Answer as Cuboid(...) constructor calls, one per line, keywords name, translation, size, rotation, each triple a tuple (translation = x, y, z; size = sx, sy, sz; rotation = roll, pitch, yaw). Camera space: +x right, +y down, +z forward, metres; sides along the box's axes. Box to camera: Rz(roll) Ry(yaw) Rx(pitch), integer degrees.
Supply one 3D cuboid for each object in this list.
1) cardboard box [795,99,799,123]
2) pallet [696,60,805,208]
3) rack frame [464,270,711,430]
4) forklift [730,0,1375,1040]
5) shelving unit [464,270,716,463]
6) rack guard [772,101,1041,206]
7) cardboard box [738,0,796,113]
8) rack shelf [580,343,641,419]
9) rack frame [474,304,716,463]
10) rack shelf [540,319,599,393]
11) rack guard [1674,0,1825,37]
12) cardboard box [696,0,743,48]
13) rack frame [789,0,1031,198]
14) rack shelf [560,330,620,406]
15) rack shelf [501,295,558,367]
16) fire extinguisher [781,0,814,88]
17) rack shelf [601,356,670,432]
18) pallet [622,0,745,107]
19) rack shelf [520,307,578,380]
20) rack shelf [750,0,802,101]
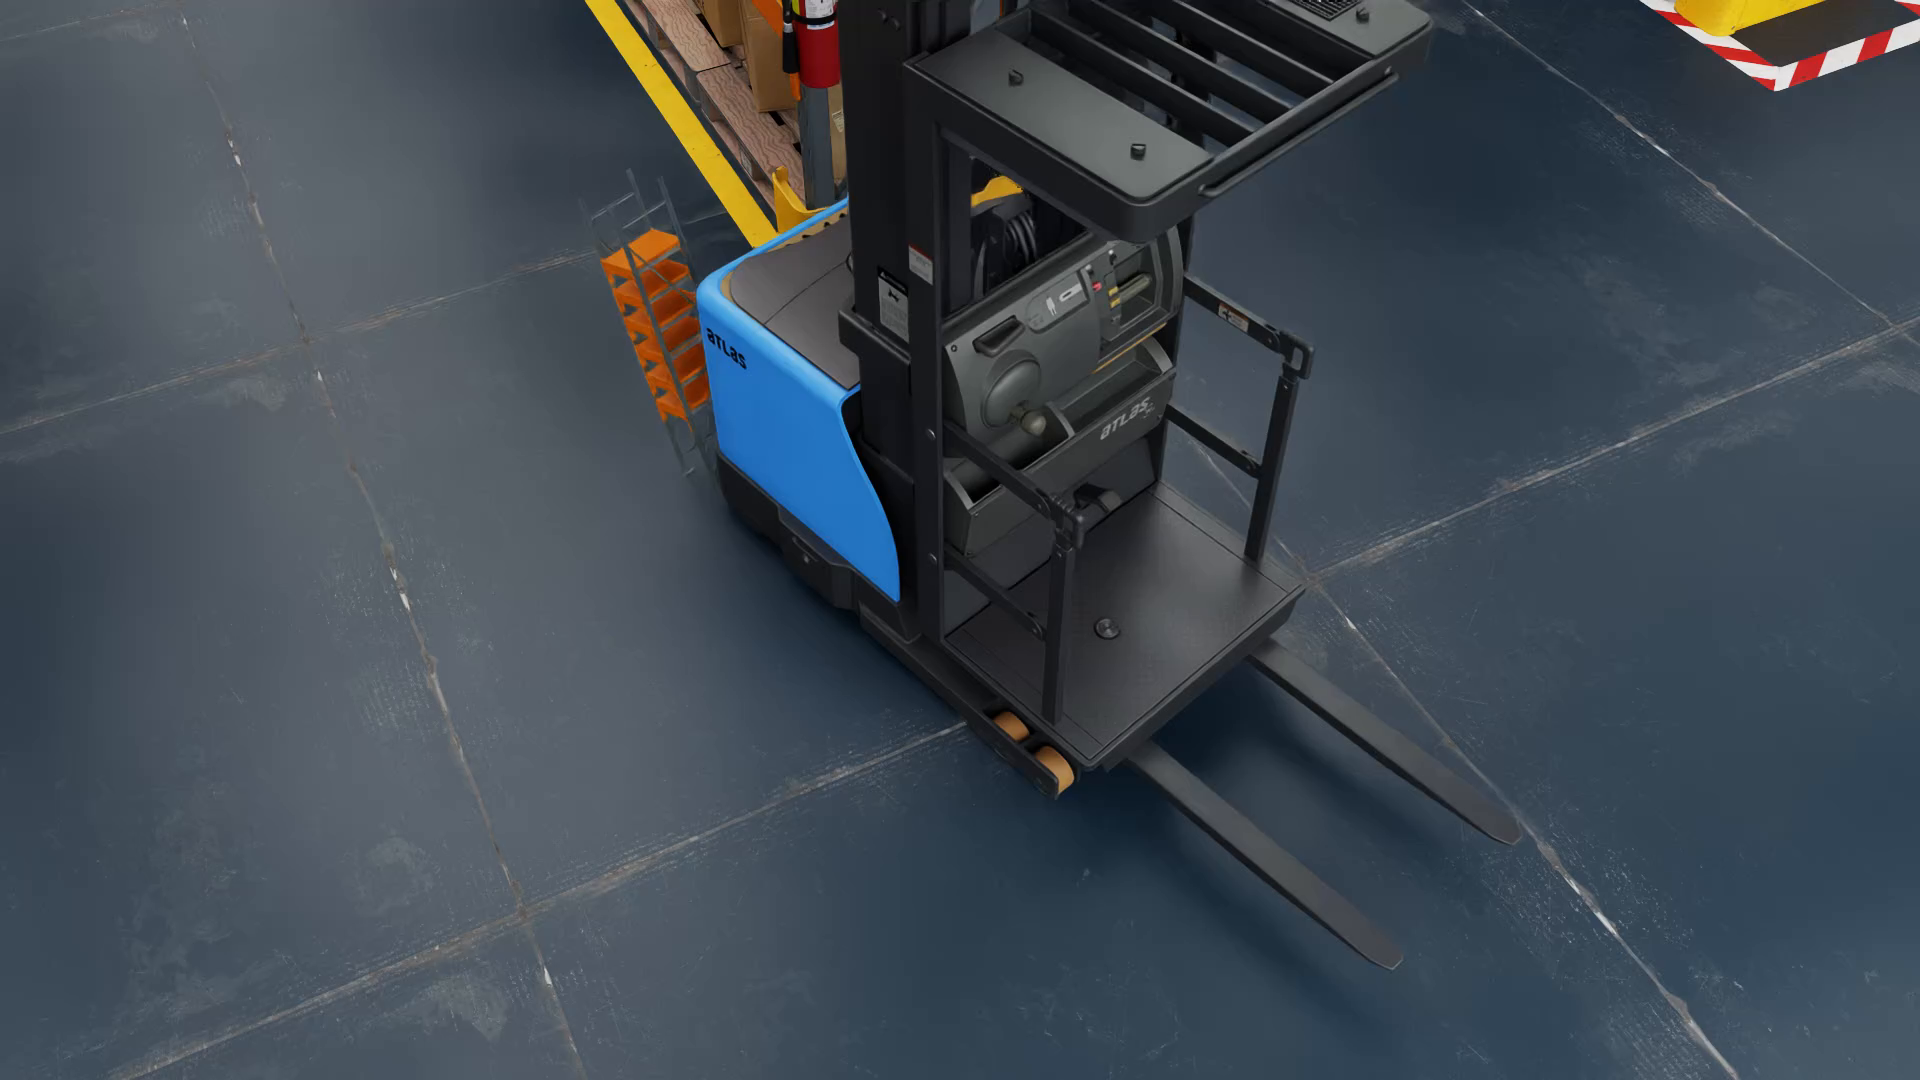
Cuboid(name="cardboard box", translation=(-0.441, -1.973, 7.364), size=(0.500, 0.500, 0.500), rotation=(-13, 50, -11))
Cuboid(name="pallet", translation=(-0.545, -1.923, 7.791), size=(1.003, 0.211, 1.213), rotation=(-21, 52, -18))
Cuboid(name="rack frame", translation=(-1.511, -0.779, 6.679), size=(1.200, 0.006, 0.240), rotation=(32, 56, 25))
Cuboid(name="forklift", translation=(0.272, -0.537, 4.772), size=(1.130, 2.935, 3.031), rotation=(-20, 52, -17))
Cuboid(name="shelving unit", translation=(-1.510, -0.718, 6.748), size=(1.200, 0.189, 0.258), rotation=(32, 56, 25))
Cuboid(name="rack guard", translation=(-0.205, -1.462, 7.196), size=(1.175, 0.500, 0.348), rotation=(-21, 52, -18))
Cuboid(name="cardboard box", translation=(-0.745, -2.361, 7.704), size=(0.500, 0.500, 0.500), rotation=(-9, 49, -8))
Cuboid(name="rack shelf", translation=(-1.383, -0.640, 6.678), size=(0.103, 0.180, 0.258), rotation=(32, 56, 25))
Cuboid(name="rack frame", translation=(-1.510, -0.658, 6.816), size=(1.200, 0.006, 0.240), rotation=(32, 56, 25))
Cuboid(name="rack shelf", translation=(-1.568, -0.754, 6.780), size=(0.103, 0.180, 0.258), rotation=(32, 56, 25))
Cuboid(name="rack guard", translation=(4.297, -3.036, 8.573), size=(1.175, 0.500, 0.348), rotation=(-21, 52, -18))
Cuboid(name="cardboard box", translation=(-1.015, -2.787, 8.076), size=(0.500, 0.500, 0.500), rotation=(-17, 51, -14))
Cuboid(name="rack frame", translation=(-0.170, -2.234, 6.211), size=(1.000, 3.000, 0.127), rotation=(-21, 52, -18))
Cuboid(name="rack shelf", translation=(-1.476, -0.697, 6.729), size=(0.103, 0.180, 0.258), rotation=(32, 56, 25))
Cuboid(name="rack shelf", translation=(-1.754, -0.868, 6.881), size=(0.103, 0.180, 0.258), rotation=(32, 56, 25))
Cuboid(name="fire extinguisher", translation=(-0.527, -1.973, 6.034), size=(0.296, 0.674, 0.183), rotation=(-21, 52, -18))
Cuboid(name="rack shelf", translation=(-1.291, -0.583, 6.627), size=(0.103, 0.180, 0.258), rotation=(32, 56, 25))
Cuboid(name="pallet", translation=(-1.099, -2.738, 8.505), size=(1.003, 0.211, 1.213), rotation=(-21, 52, -18))
Cuboid(name="rack shelf", translation=(-1.661, -0.811, 6.831), size=(0.103, 0.180, 0.258), rotation=(32, 56, 25))
Cuboid(name="rack shelf", translation=(-1.085, -3.336, 7.653), size=(1.077, 0.370, 4.000), rotation=(-21, 52, -18))
